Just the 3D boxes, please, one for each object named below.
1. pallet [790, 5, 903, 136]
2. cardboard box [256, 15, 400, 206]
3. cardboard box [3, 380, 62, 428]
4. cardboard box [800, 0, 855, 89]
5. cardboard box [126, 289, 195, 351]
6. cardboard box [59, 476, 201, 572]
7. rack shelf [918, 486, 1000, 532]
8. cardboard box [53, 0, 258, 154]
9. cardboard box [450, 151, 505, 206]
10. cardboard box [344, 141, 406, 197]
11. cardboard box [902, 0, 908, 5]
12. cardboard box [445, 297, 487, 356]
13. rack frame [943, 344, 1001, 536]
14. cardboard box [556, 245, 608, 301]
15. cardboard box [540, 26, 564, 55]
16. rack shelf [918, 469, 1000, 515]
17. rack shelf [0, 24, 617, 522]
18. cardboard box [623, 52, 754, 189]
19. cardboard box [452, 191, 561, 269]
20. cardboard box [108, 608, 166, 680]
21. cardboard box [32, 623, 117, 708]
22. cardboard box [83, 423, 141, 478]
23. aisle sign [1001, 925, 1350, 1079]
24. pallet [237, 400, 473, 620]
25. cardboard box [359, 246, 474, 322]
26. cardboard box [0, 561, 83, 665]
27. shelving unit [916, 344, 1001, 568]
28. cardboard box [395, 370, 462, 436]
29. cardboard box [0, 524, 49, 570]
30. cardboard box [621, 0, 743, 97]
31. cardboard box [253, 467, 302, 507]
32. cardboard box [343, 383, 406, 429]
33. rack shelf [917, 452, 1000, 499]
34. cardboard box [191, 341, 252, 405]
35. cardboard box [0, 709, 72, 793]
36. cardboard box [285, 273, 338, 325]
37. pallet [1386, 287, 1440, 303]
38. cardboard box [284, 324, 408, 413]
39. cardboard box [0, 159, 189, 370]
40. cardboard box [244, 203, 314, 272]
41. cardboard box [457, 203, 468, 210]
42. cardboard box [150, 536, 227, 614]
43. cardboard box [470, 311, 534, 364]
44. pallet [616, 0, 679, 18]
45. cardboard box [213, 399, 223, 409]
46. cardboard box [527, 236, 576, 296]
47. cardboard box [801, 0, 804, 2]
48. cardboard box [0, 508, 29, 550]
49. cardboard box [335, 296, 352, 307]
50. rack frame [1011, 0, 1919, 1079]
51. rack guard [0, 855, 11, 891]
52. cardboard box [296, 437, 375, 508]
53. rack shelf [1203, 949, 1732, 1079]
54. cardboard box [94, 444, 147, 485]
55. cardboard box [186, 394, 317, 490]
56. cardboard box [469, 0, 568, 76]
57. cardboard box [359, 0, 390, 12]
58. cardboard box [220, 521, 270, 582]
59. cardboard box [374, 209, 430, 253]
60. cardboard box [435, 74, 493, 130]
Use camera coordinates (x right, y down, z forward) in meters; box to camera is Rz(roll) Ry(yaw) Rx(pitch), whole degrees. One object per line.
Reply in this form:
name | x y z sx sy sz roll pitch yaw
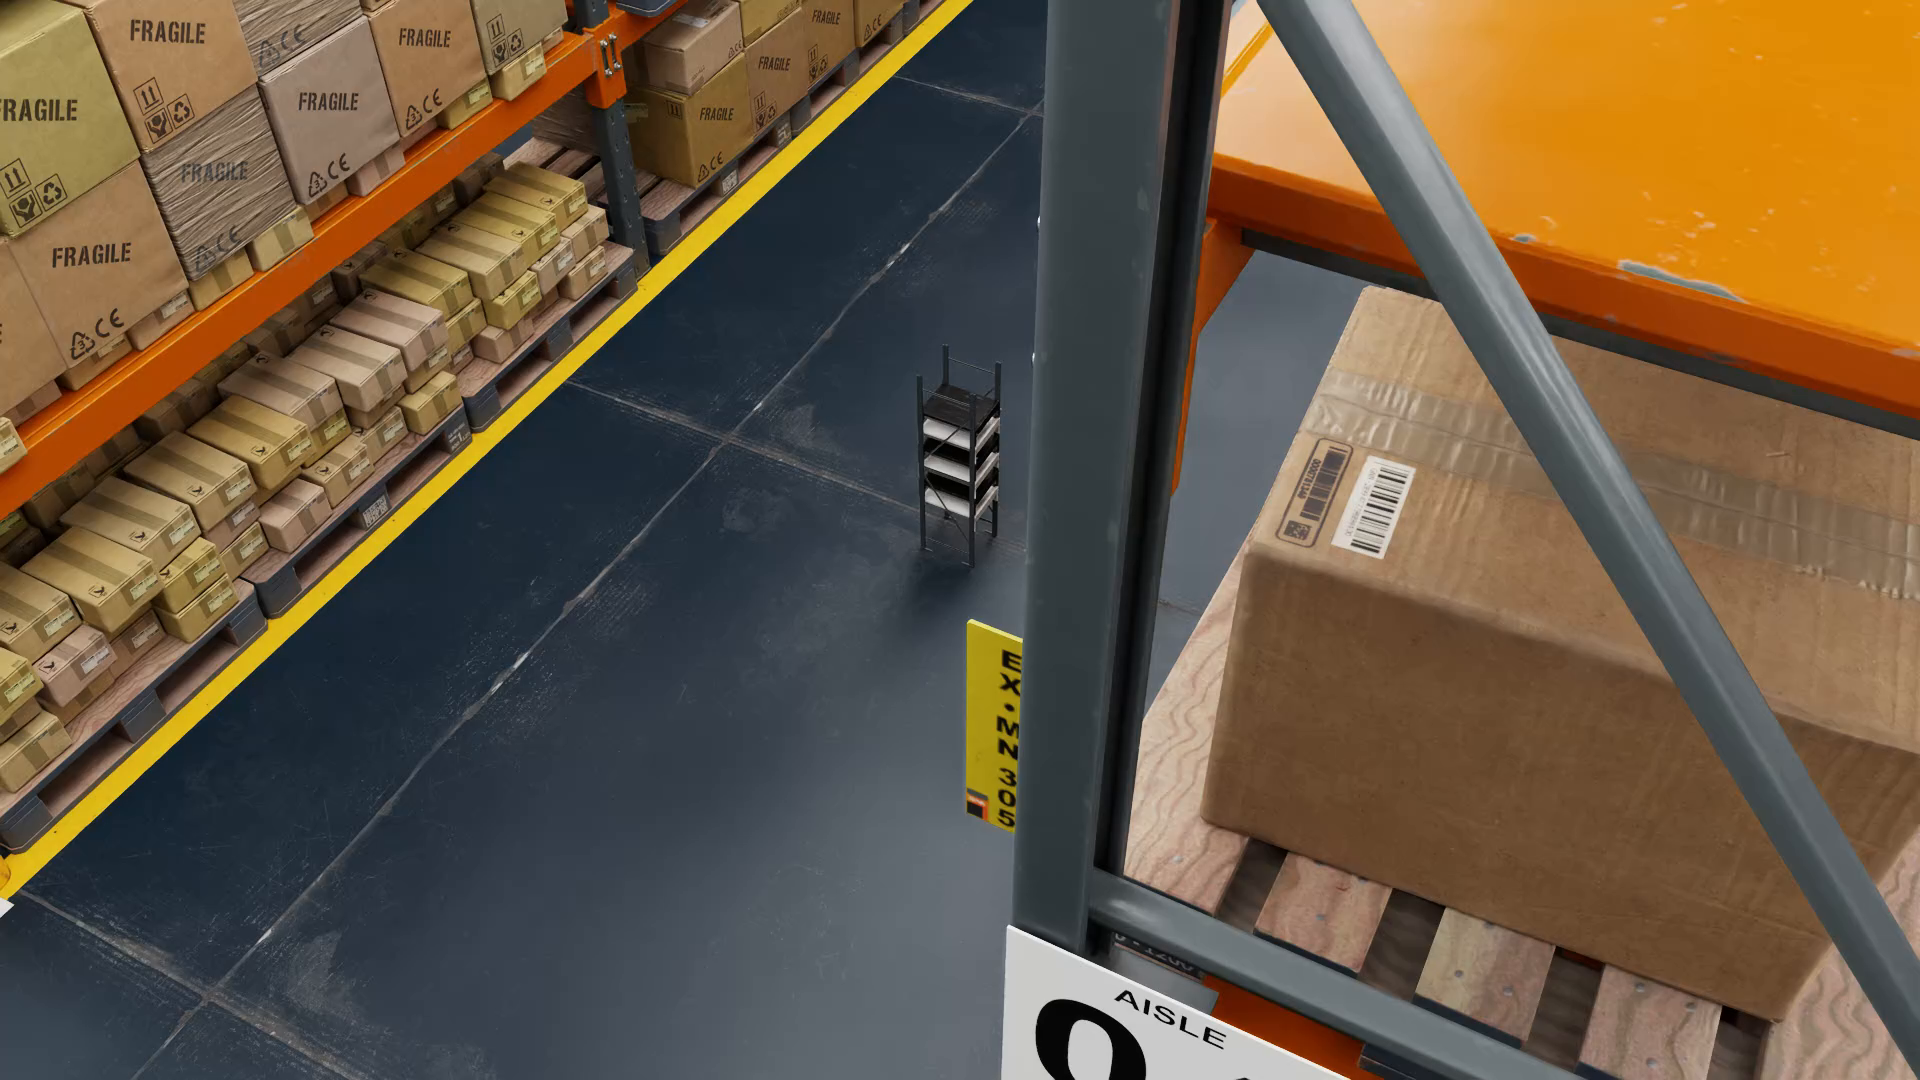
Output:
pallet | -1.038 -2.767 9.337 1.003 0.211 1.213 20 49 19
cardboard box | -2.412 -1.587 5.930 0.500 0.500 0.500 20 49 19
cardboard box | -3.127 -0.507 5.319 0.380 0.149 0.250 23 50 21
cardboard box | -0.910 -2.800 8.871 0.500 0.500 0.500 21 49 20
cardboard box | -2.839 -0.816 5.624 0.380 0.149 0.250 20 49 18
cardboard box | -2.982 -0.051 5.982 0.380 0.149 0.250 18 48 17
rack shelf | -0.004 -0.161 6.577 0.258 0.077 0.200 20 49 19
cardboard box | -2.653 -1.614 5.254 0.500 0.500 0.500 19 48 18
cardboard box | -2.307 -1.691 7.603 0.380 0.149 0.250 22 49 21
cardboard box | -2.330 -1.457 6.258 0.380 0.149 0.250 18 48 17
cardboard box | -0.425 -3.447 9.510 0.500 0.500 0.500 22 49 21
cardboard box | -2.254 -0.957 7.087 0.380 0.149 0.250 21 49 19
rack frame | 0.043 -0.375 6.488 0.240 0.900 0.006 20 49 19
cardboard box | -1.843 -1.271 7.606 0.380 0.149 0.250 21 49 20
cardboard box | -1.888 -2.140 6.932 0.380 0.149 0.250 20 49 19
rack shelf | -0.004 -0.225 6.513 0.258 0.077 0.200 20 49 19
rack shelf | -2.892 -0.972 6.108 1.077 0.370 4.000 20 49 19
cardboard box | -1.385 -2.132 8.210 0.500 0.500 0.500 22 49 21
cardboard box | -1.981 -1.356 7.272 0.380 0.149 0.250 21 49 20
cardboard box | -3.135 0.314 6.040 0.380 0.149 0.250 21 49 19
cardboard box | -3.172 0.386 5.760 0.380 0.149 0.250 20 49 19
cardboard box | -3.372 -0.411 6.338 0.380 0.149 0.250 22 49 20
aisle sign | 0.227 0.769 2.054 0.394 0.787 0.004 20 49 19
pallet | -2.809 -0.299 6.897 1.003 0.211 1.213 20 49 19
cardboard box | -2.280 -1.059 6.978 0.380 0.149 0.250 22 49 20
cardboard box | -3.254 0.249 5.686 0.380 0.149 0.250 21 49 20
shelving unit | -0.004 -0.311 6.425 0.258 0.900 0.210 20 49 19
cardboard box | -2.324 -0.619 6.962 0.380 0.149 0.250 20 49 19
cardboard box | -3.588 0.030 6.111 0.380 0.149 0.250 19 48 17
cardboard box | -1.386 -2.396 7.944 0.500 0.250 0.500 18 48 17
cardboard box | -2.794 -0.307 6.444 0.380 0.149 0.250 23 50 21
cardboard box | -2.498 -0.628 6.762 0.380 0.149 0.250 18 48 17
rack shelf | -0.004 -0.288 6.449 0.258 0.077 0.200 20 49 19
cardboard box | -3.055 -0.715 6.639 0.380 0.149 0.250 21 49 19
cardboard box | -3.293 0.665 5.693 0.380 0.149 0.250 21 49 20
cardboard box | -2.852 -1.056 6.976 0.380 0.149 0.250 21 49 20
pallet | 1.427 -0.529 3.118 1.003 0.211 1.213 20 49 19
cardboard box | -2.438 -0.684 6.608 0.380 0.149 0.250 19 48 18
cardboard box | -2.902 -0.947 5.297 0.500 0.500 0.500 21 49 20
cardboard box | -2.550 -1.131 5.935 0.380 0.149 0.250 21 49 20
cardboard box | -2.415 -1.612 7.735 0.380 0.149 0.250 23 50 21
cardboard box | -2.922 0.076 6.066 0.380 0.149 0.250 22 49 20
cardboard box | -2.104 -0.947 7.286 0.380 0.149 0.250 19 48 18
pallet | -1.479 -2.851 7.594 1.003 0.211 1.213 20 49 19
cardboard box | -3.120 -0.638 6.772 0.380 0.149 0.250 21 49 19
cardboard box | -1.942 -1.257 7.384 0.380 0.149 0.250 18 48 17
cardboard box | -0.900 -3.052 8.592 0.500 0.250 0.500 22 49 20
cardboard box | -3.623 -0.081 6.012 0.380 0.149 0.250 19 48 18
cardboard box | -2.662 -1.089 7.217 0.380 0.149 0.250 18 48 17
rack frame | 0.526 -0.373 0.791 1.000 3.000 0.127 20 49 19
rack guard | -3.785 0.866 5.543 1.175 0.500 0.348 20 49 19
cardboard box | -2.587 -0.314 6.661 0.380 0.149 0.250 20 49 19
rack shelf | 1.455 -0.325 3.359 1.077 0.370 4.000 20 49 19
cardboard box | -3.359 -0.300 6.438 0.380 0.149 0.250 21 49 20
cardboard box | -2.682 -0.373 6.301 0.380 0.149 0.250 21 49 20
cardboard box | -1.937 -2.227 6.562 0.500 0.500 0.500 21 49 19
cardboard box | -2.177 -2.263 5.896 0.500 0.500 0.500 19 48 18
cardboard box | -2.885 -0.003 6.353 0.380 0.149 0.250 21 49 19
cardboard box | -2.561 -1.362 7.278 0.380 0.149 0.250 20 49 19
cardboard box | -2.088 -1.793 6.589 0.380 0.149 0.250 22 49 21
